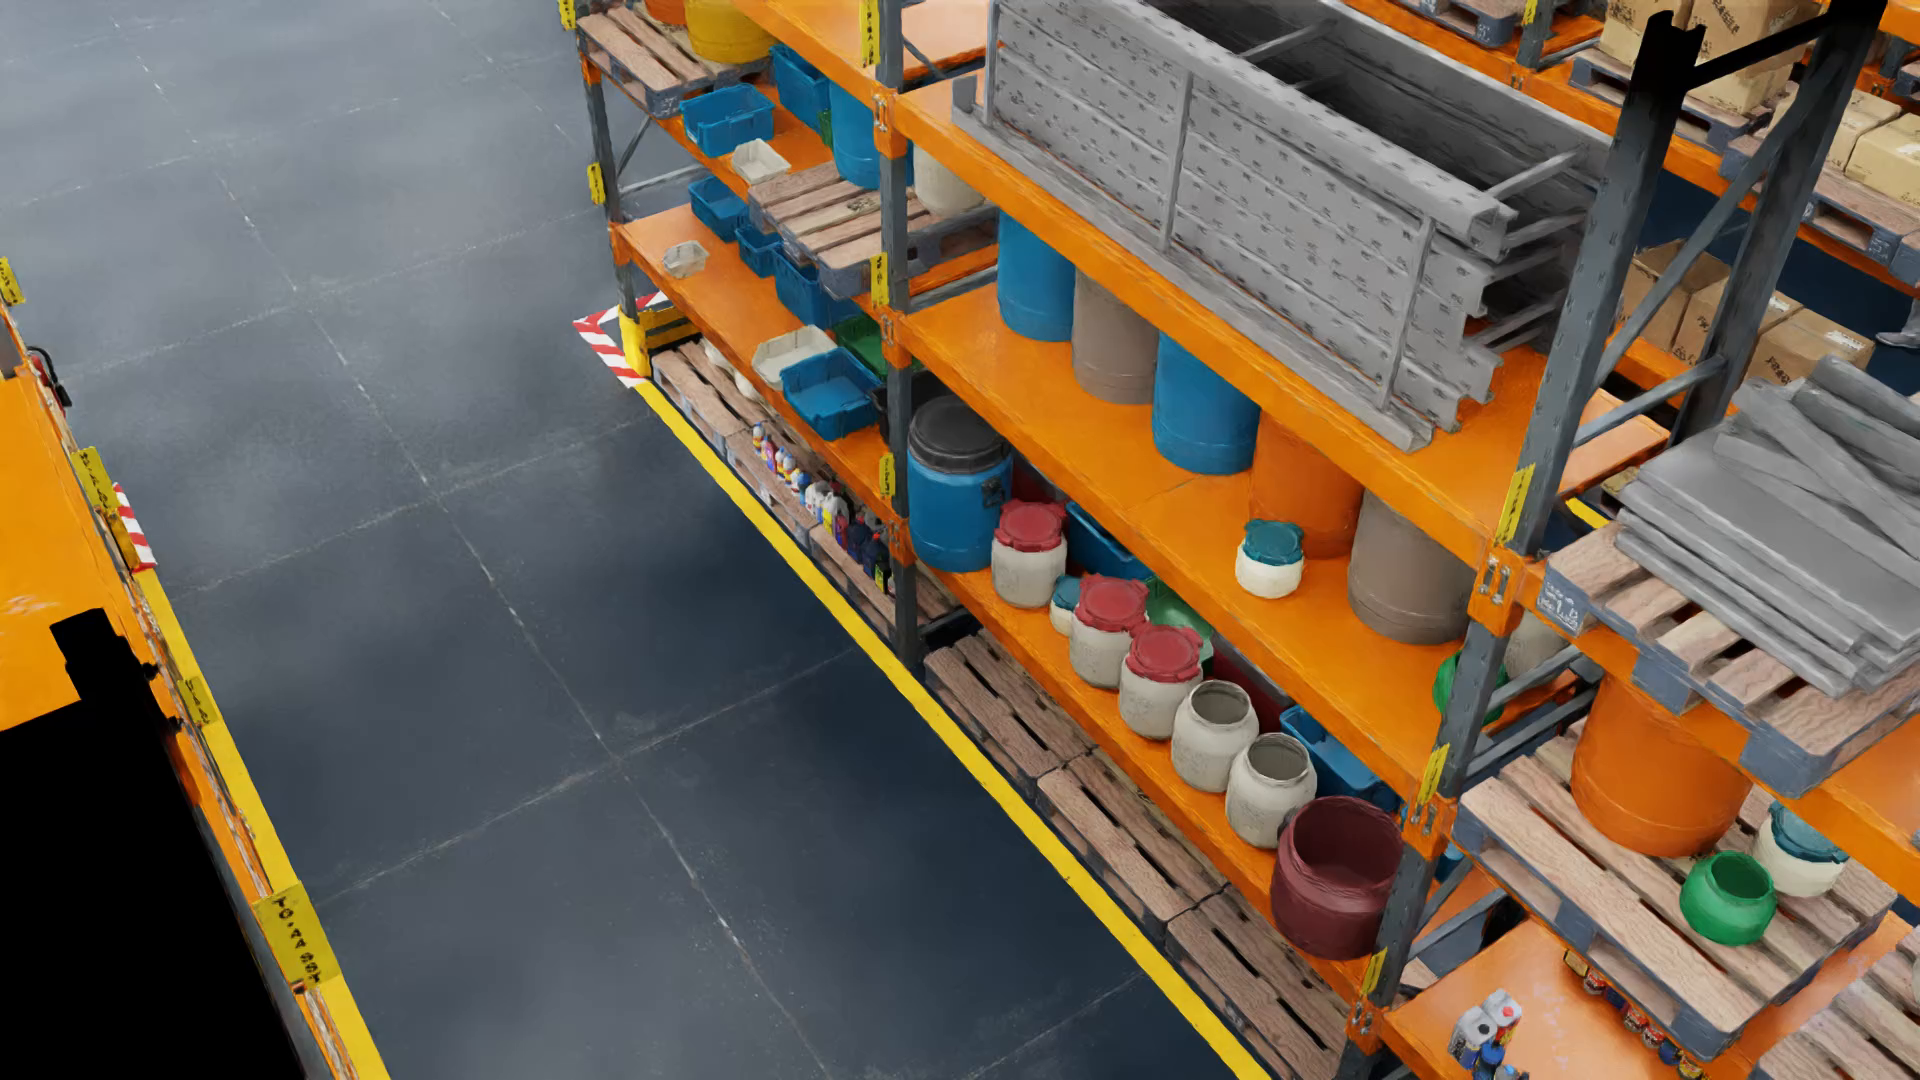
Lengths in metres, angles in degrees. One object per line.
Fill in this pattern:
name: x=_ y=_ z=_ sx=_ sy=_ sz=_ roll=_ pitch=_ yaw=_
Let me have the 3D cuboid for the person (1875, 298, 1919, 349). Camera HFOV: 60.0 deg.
person: x=7.923 y=-2.232 z=12.924 sx=0.863 sy=1.690 sz=0.700 roll=29 pitch=50 yaw=28
